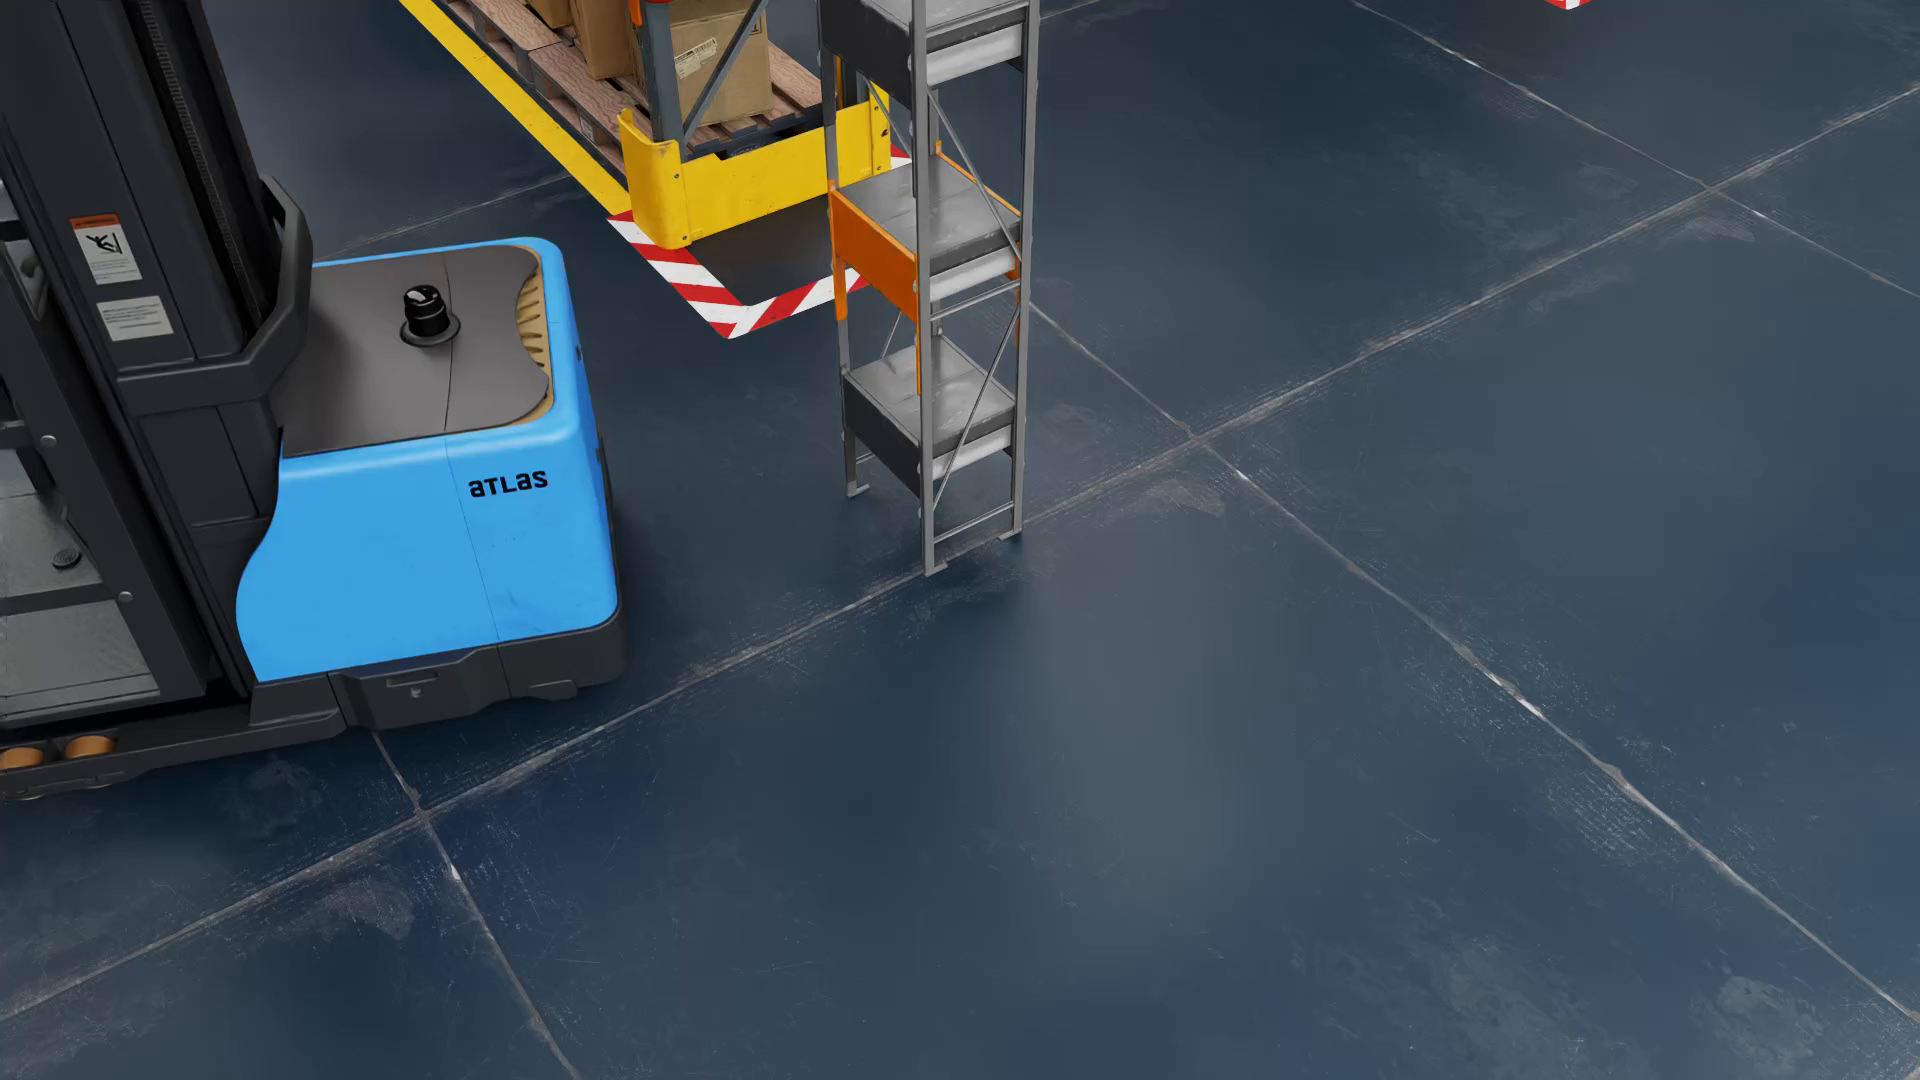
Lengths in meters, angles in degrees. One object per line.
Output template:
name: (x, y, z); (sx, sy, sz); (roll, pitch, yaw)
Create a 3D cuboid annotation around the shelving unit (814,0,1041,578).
shelving unit: (-0.095, -0.853, 5.123); (0.431, 2.100, 0.503); (-26, 49, -24)

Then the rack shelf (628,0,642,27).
rack shelf: (-1.964, -3.453, 7.716); (1.077, 0.370, 4.000); (-26, 49, -24)

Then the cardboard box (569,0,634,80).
cardboard box: (-1.533, -2.514, 7.717); (0.500, 0.500, 0.500); (-14, 45, -14)

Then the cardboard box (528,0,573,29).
cardboard box: (-1.876, -2.876, 8.096); (0.500, 0.500, 0.500); (-21, 48, -21)

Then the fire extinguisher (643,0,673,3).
fire extinguisher: (-1.132, -2.306, 6.049); (0.296, 0.674, 0.183); (-26, 49, -24)

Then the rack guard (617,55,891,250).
rack guard: (-0.863, -1.719, 7.189); (1.175, 0.500, 0.348); (-26, 49, -24)

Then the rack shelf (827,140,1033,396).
rack shelf: (-0.095, -0.843, 5.133); (0.431, 0.518, 0.480); (-26, 49, -24)

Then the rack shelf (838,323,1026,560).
rack shelf: (-0.095, -0.337, 5.616); (0.431, 0.518, 0.480); (-26, 49, -24)

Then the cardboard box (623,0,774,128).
cardboard box: (-1.163, -2.189, 7.376); (0.500, 0.500, 0.500); (-17, 46, -17)

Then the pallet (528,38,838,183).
pallet: (-1.299, -2.089, 7.785); (1.003, 0.211, 1.213); (-26, 49, -24)

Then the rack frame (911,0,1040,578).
rack frame: (0.045, -0.715, 4.978); (0.400, 2.100, 0.015); (-26, 49, -24)

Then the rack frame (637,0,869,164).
rack frame: (-0.820, -2.581, 6.281); (1.000, 3.000, 0.127); (-26, 49, -24)

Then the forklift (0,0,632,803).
forklift: (-2.609, -0.690, 4.350); (3.031, 2.935, 1.130); (-9, 44, -10)

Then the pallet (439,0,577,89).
pallet: (-1.993, -2.779, 8.509); (1.003, 0.211, 1.213); (-26, 49, -24)

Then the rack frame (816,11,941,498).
rack frame: (-0.234, -0.991, 5.268); (0.400, 2.100, 0.015); (-26, 49, -24)

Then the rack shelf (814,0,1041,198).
rack shelf: (-0.095, -1.350, 4.649); (0.431, 0.518, 0.480); (-26, 49, -24)
